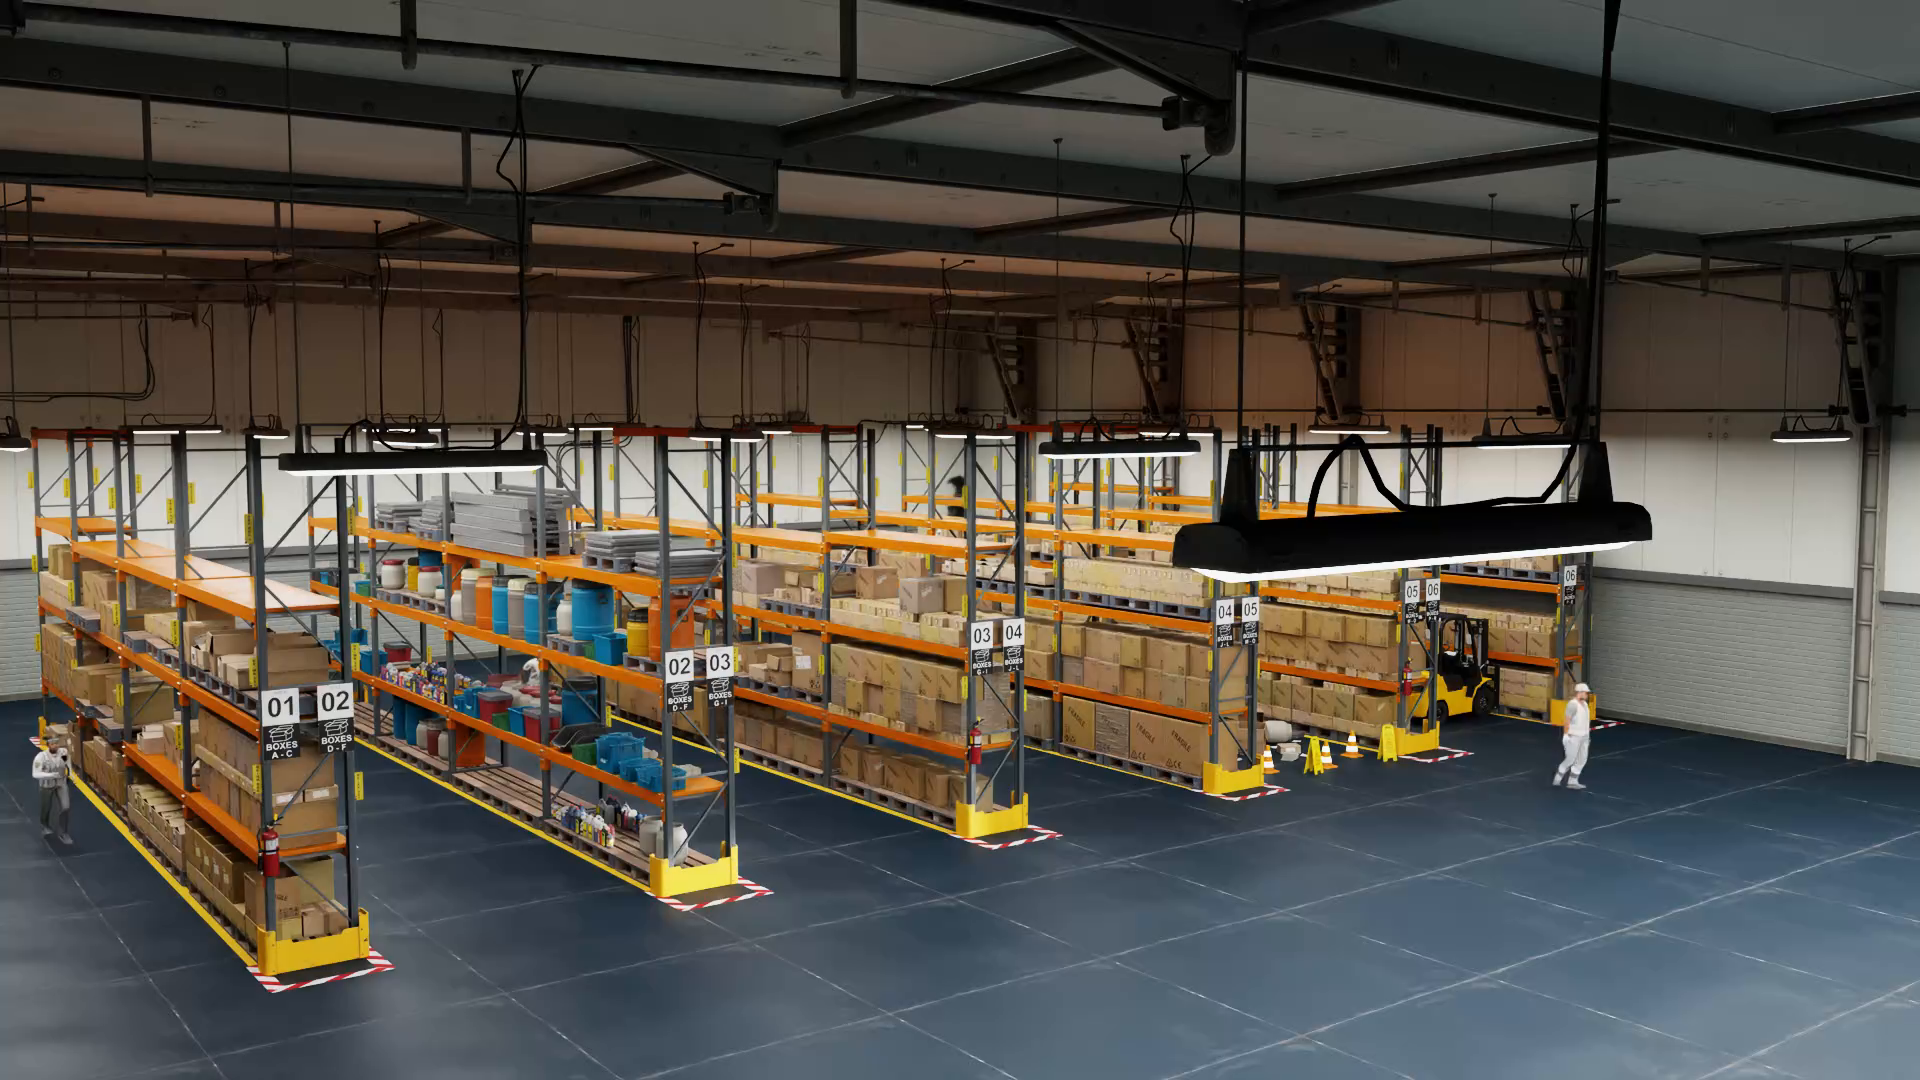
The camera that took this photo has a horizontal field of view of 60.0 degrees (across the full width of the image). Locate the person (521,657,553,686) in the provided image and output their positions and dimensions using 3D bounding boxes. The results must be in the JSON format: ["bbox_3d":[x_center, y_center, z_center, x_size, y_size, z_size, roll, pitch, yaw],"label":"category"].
[{"bbox_3d":[-8.371,2.930,32.920,0.819,1.705,0.517,3,6,36],"label":"person"}]

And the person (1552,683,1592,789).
[{"bbox_3d":[10.213,3.269,27.745,0.655,1.767,0.488,-4,6,-38],"label":"person"}]

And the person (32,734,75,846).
[{"bbox_3d":[-13.246,3.608,24.296,0.598,1.658,0.941,-4,6,-40],"label":"person"}]
